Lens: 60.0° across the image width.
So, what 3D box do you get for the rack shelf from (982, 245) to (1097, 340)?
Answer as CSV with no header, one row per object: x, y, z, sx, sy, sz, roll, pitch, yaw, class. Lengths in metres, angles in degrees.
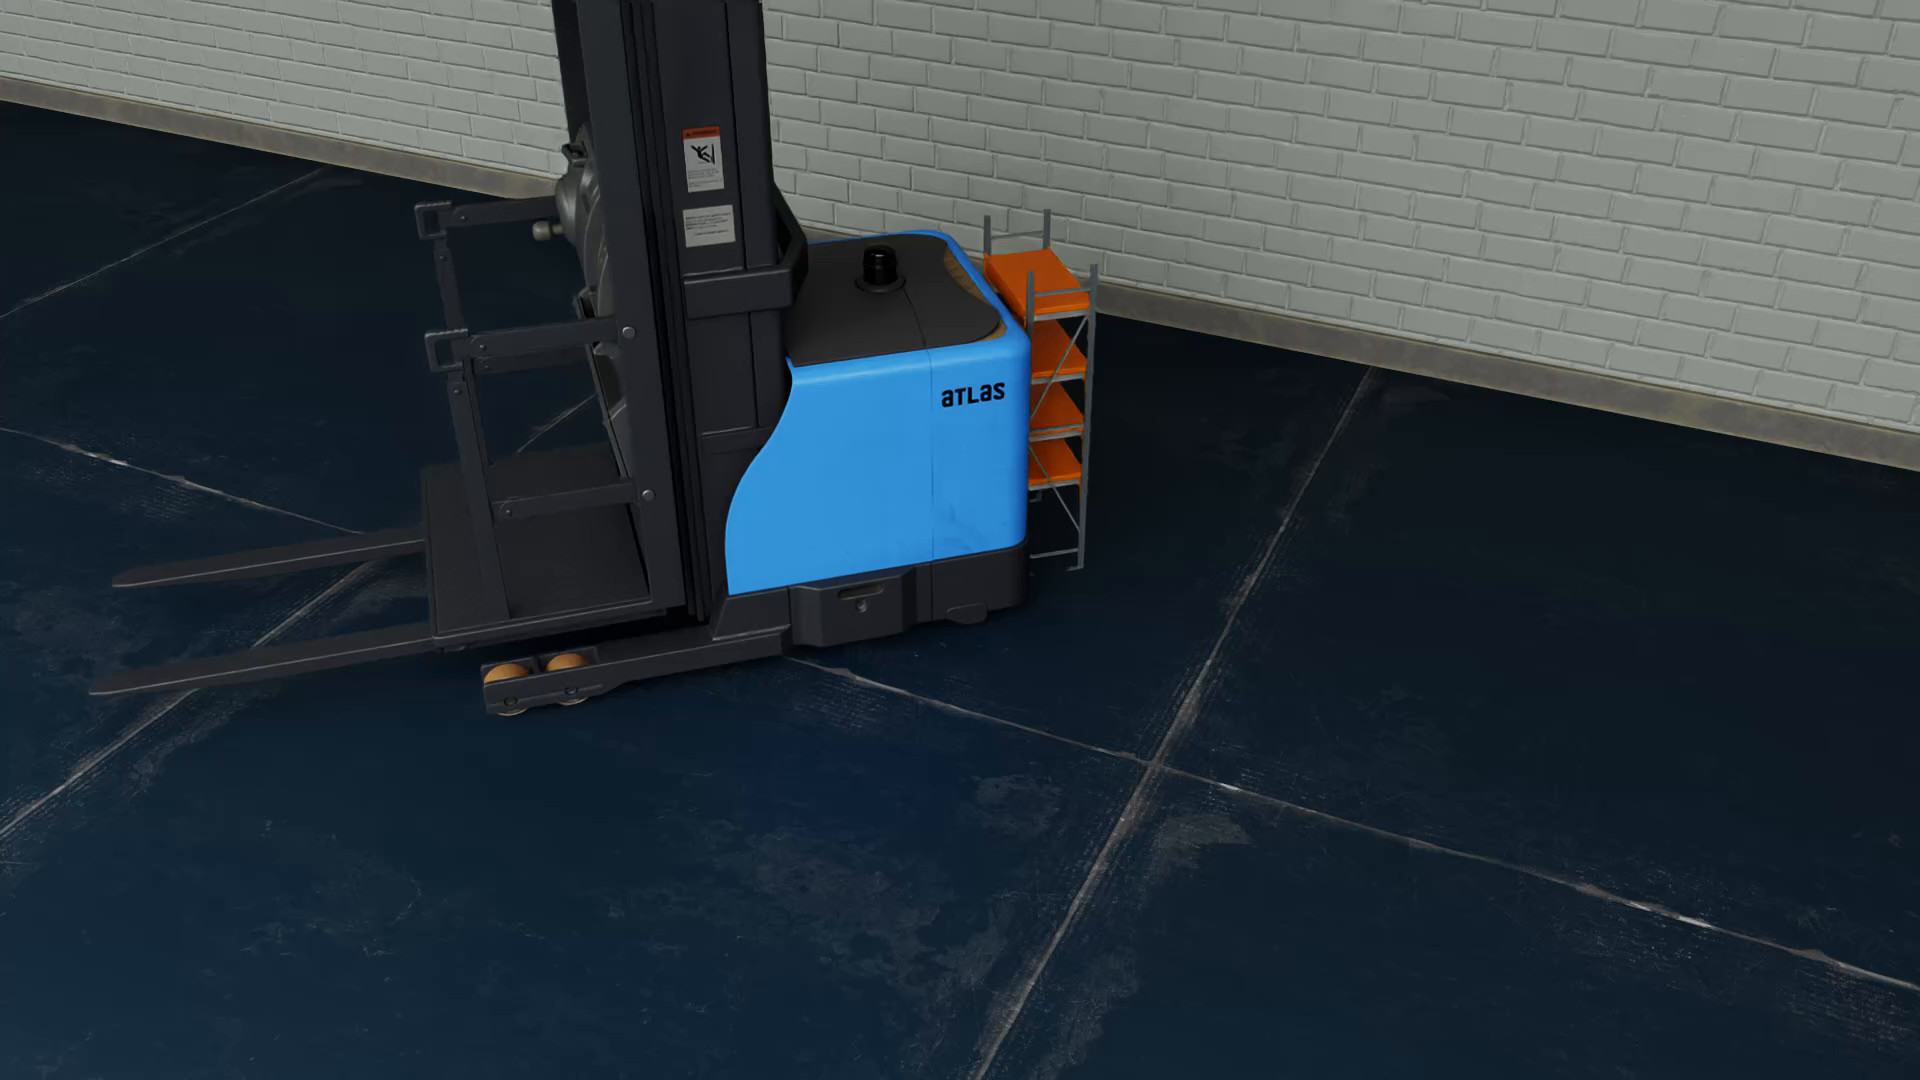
0.268,-0.841,5.721,0.258,0.148,0.480,-9,34,-13,rack shelf

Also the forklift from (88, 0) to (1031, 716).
-1.333,-0.981,5.073,3.031,2.935,1.130,-9,34,-14,forklift

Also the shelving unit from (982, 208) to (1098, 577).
0.268,-0.512,5.936,0.258,1.200,0.503,-9,34,-13,shelving unit

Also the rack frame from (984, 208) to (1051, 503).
0.201,-0.641,6.133,0.240,1.200,0.015,-9,34,-13,rack frame

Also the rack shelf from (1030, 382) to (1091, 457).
0.268,-0.456,5.973,0.258,0.148,0.480,-9,34,-13,rack shelf

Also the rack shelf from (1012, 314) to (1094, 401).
0.268,-0.643,5.851,0.258,0.148,0.480,-9,34,-13,rack shelf

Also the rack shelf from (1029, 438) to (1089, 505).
0.268,-0.290,6.082,0.258,0.148,0.480,-9,34,-13,rack shelf

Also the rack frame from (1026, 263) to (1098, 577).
0.335,-0.383,5.740,0.240,1.200,0.015,-9,34,-13,rack frame
